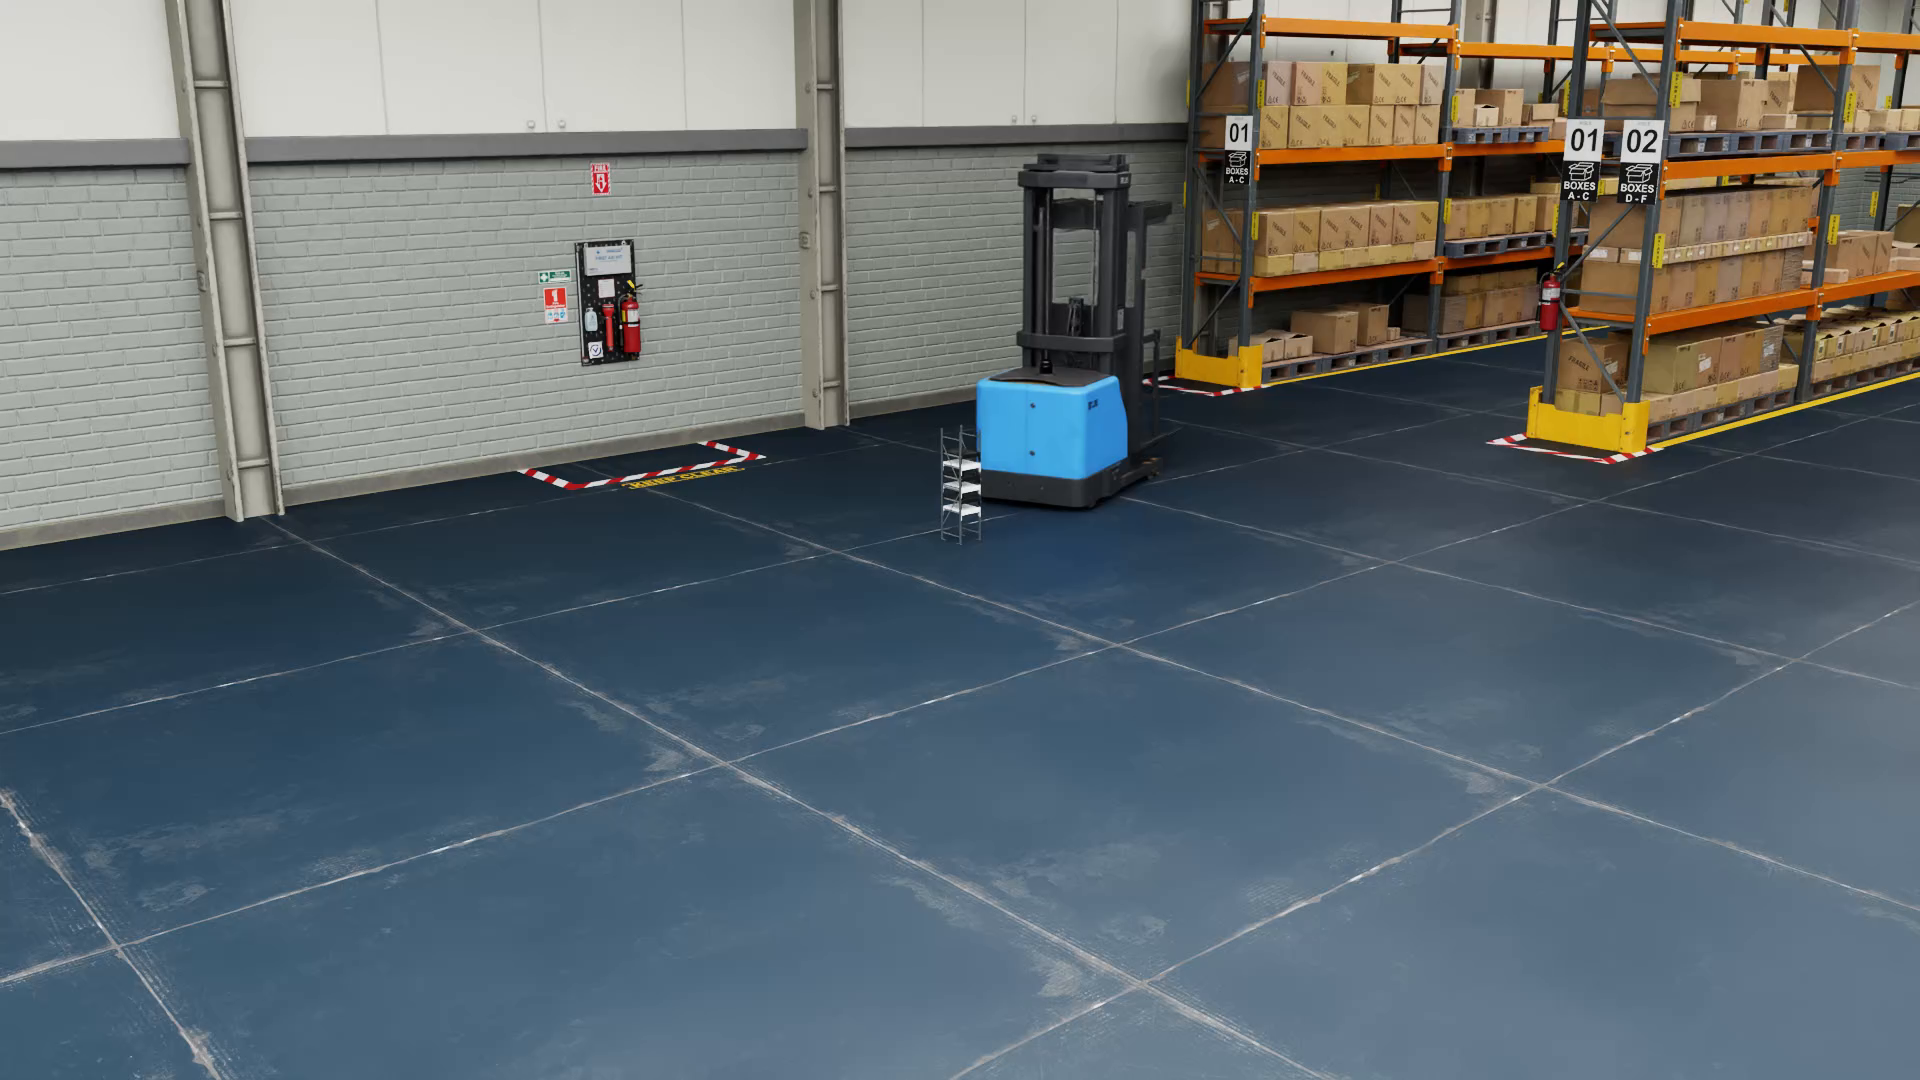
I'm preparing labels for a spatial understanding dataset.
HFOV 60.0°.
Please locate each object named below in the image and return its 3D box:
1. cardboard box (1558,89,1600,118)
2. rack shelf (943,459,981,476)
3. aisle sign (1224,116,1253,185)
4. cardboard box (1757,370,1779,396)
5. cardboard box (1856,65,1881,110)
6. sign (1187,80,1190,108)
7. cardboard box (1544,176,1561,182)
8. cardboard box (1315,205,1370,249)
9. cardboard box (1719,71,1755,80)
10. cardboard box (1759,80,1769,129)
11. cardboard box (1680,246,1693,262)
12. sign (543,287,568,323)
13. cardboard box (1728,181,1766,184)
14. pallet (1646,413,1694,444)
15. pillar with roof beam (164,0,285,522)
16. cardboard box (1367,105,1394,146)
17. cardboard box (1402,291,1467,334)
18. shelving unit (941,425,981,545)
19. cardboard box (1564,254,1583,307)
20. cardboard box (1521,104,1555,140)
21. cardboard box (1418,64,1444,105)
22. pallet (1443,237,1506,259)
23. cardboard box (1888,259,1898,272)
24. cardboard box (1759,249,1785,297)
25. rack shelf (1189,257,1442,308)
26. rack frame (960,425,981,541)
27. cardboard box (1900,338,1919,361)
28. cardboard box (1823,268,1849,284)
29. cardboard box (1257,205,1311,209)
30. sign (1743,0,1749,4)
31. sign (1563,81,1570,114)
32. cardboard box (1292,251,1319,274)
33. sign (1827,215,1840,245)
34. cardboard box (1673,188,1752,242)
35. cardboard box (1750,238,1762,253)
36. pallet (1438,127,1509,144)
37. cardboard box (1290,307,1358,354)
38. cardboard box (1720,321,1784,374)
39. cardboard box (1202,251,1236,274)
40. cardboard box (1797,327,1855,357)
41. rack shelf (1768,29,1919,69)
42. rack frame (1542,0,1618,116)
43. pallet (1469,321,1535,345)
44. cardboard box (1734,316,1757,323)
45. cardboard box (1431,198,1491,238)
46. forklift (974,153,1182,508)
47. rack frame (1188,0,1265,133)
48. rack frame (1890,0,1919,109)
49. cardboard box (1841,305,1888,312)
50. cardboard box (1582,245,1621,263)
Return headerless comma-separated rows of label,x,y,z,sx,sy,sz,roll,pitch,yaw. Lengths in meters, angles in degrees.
cardboard box,9.491,-6.567,25.163,0.700,0.500,0.500,14,21,43
rack shelf,0.006,-0.578,13.101,0.200,0.077,0.258,-13,20,-39
aisle sign,3.277,-4.595,19.603,0.004,0.787,0.394,-13,19,-39
cardboard box,8.817,-1.794,18.669,0.500,0.250,0.500,-13,19,-39
cardboard box,10.312,-5.263,19.353,0.500,0.500,0.500,-10,18,-34
sign,2.785,-5.398,20.118,0.005,0.325,0.100,-13,19,-39
cardboard box,9.341,-5.456,25.602,0.500,0.250,0.500,-12,19,-38
cardboard box,4.847,-3.989,21.172,0.500,0.500,0.500,-12,19,-38
cardboard box,12.909,-7.499,27.529,0.500,0.500,0.500,-13,20,-40
cardboard box,8.081,-4.639,17.706,0.637,0.503,0.797,-10,18,-33
cardboard box,7.213,-2.919,16.916,0.250,0.149,0.380,-13,19,-39
sign,-3.806,-2.213,15.652,0.234,0.329,0.001,-13,19,-39
cardboard box,13.161,-5.799,28.565,0.700,0.700,0.980,-13,20,-41
pallet,6.939,-1.237,17.470,1.213,0.211,1.003,-13,19,-39
pillar with roof beam,-3.132,-3.724,9.755,0.400,9.000,9.100,-13,19,-39
cardboard box,5.150,-5.276,21.146,0.500,0.500,0.500,-14,20,-41
cardboard box,6.696,-3.220,23.484,0.500,0.500,0.700,-12,19,-38
shelving unit,0.006,-0.436,13.139,0.210,0.900,0.258,-13,20,-39
cardboard box,9.810,-4.028,25.870,0.750,0.750,0.750,-13,20,-40
cardboard box,8.131,-6.072,24.119,0.637,0.503,0.797,-9,18,-32
cardboard box,5.952,-5.940,21.692,0.500,0.500,0.500,14,20,42
pallet,6.824,-4.096,23.143,1.213,0.211,1.003,-13,19,-39
cardboard box,11.499,-3.453,20.851,0.250,0.149,0.380,-11,18,-35
cardboard box,8.682,-3.005,18.493,0.500,0.500,0.700,-13,20,-40
rack shelf,4.643,-3.401,21.564,4.000,0.370,1.077,-13,19,-39
rack frame,0.083,-0.453,13.203,0.006,0.900,0.240,-13,20,-39
cardboard box,11.801,-2.451,21.128,0.500,0.250,0.500,-13,20,-40
cardboard box,10.209,-3.113,19.577,0.250,0.149,0.380,-13,19,-39
cardboard box,4.124,-4.002,21.220,0.500,0.500,0.500,-13,20,-41
sign,12.552,-8.727,26.520,0.005,0.325,0.100,-13,19,-39
sign,6.043,-4.393,16.508,0.005,0.325,0.100,-13,19,-39
cardboard box,4.093,-3.459,20.637,0.500,0.250,0.500,-13,20,-41
sign,9.772,-3.472,18.606,0.005,0.325,0.100,-13,19,-39
cardboard box,7.940,-3.467,17.710,0.500,0.500,0.700,-13,19,-39
cardboard box,8.383,-3.183,17.902,0.250,0.149,0.380,-12,19,-38
pallet,6.688,-5.530,22.690,1.003,0.211,1.213,-13,19,-39
cardboard box,4.732,-2.725,21.632,0.500,0.500,0.700,-14,21,-43
cardboard box,8.815,-2.157,18.573,0.500,0.500,0.500,-13,19,-39
cardboard box,3.360,-3.464,20.657,0.500,0.250,0.500,-12,19,-39
cardboard box,10.263,-2.374,19.754,0.500,0.311,0.500,-13,20,-40
rack shelf,10.915,-5.820,19.770,4.000,0.370,1.077,-13,19,-39
rack frame,9.170,-7.663,24.502,0.127,3.000,1.000,-13,19,-39
pallet,7.659,-3.080,24.372,1.213,0.211,1.003,-13,19,-39
cardboard box,8.851,-2.343,19.269,0.500,0.500,0.500,-13,19,-39
cardboard box,6.985,-4.521,23.317,0.500,0.500,0.700,-10,18,-34
forklift,1.241,-2.022,15.140,1.130,2.935,3.031,7,17,26
rack frame,3.135,-6.308,19.428,0.127,3.000,1.000,-13,19,-39
rack frame,12.424,-6.700,20.894,0.127,3.000,1.000,-13,19,-39
cardboard box,11.836,-2.915,21.778,0.500,0.311,0.500,-12,19,-38
cardboard box,6.552,-2.909,16.879,0.250,0.149,0.380,-13,20,-40
